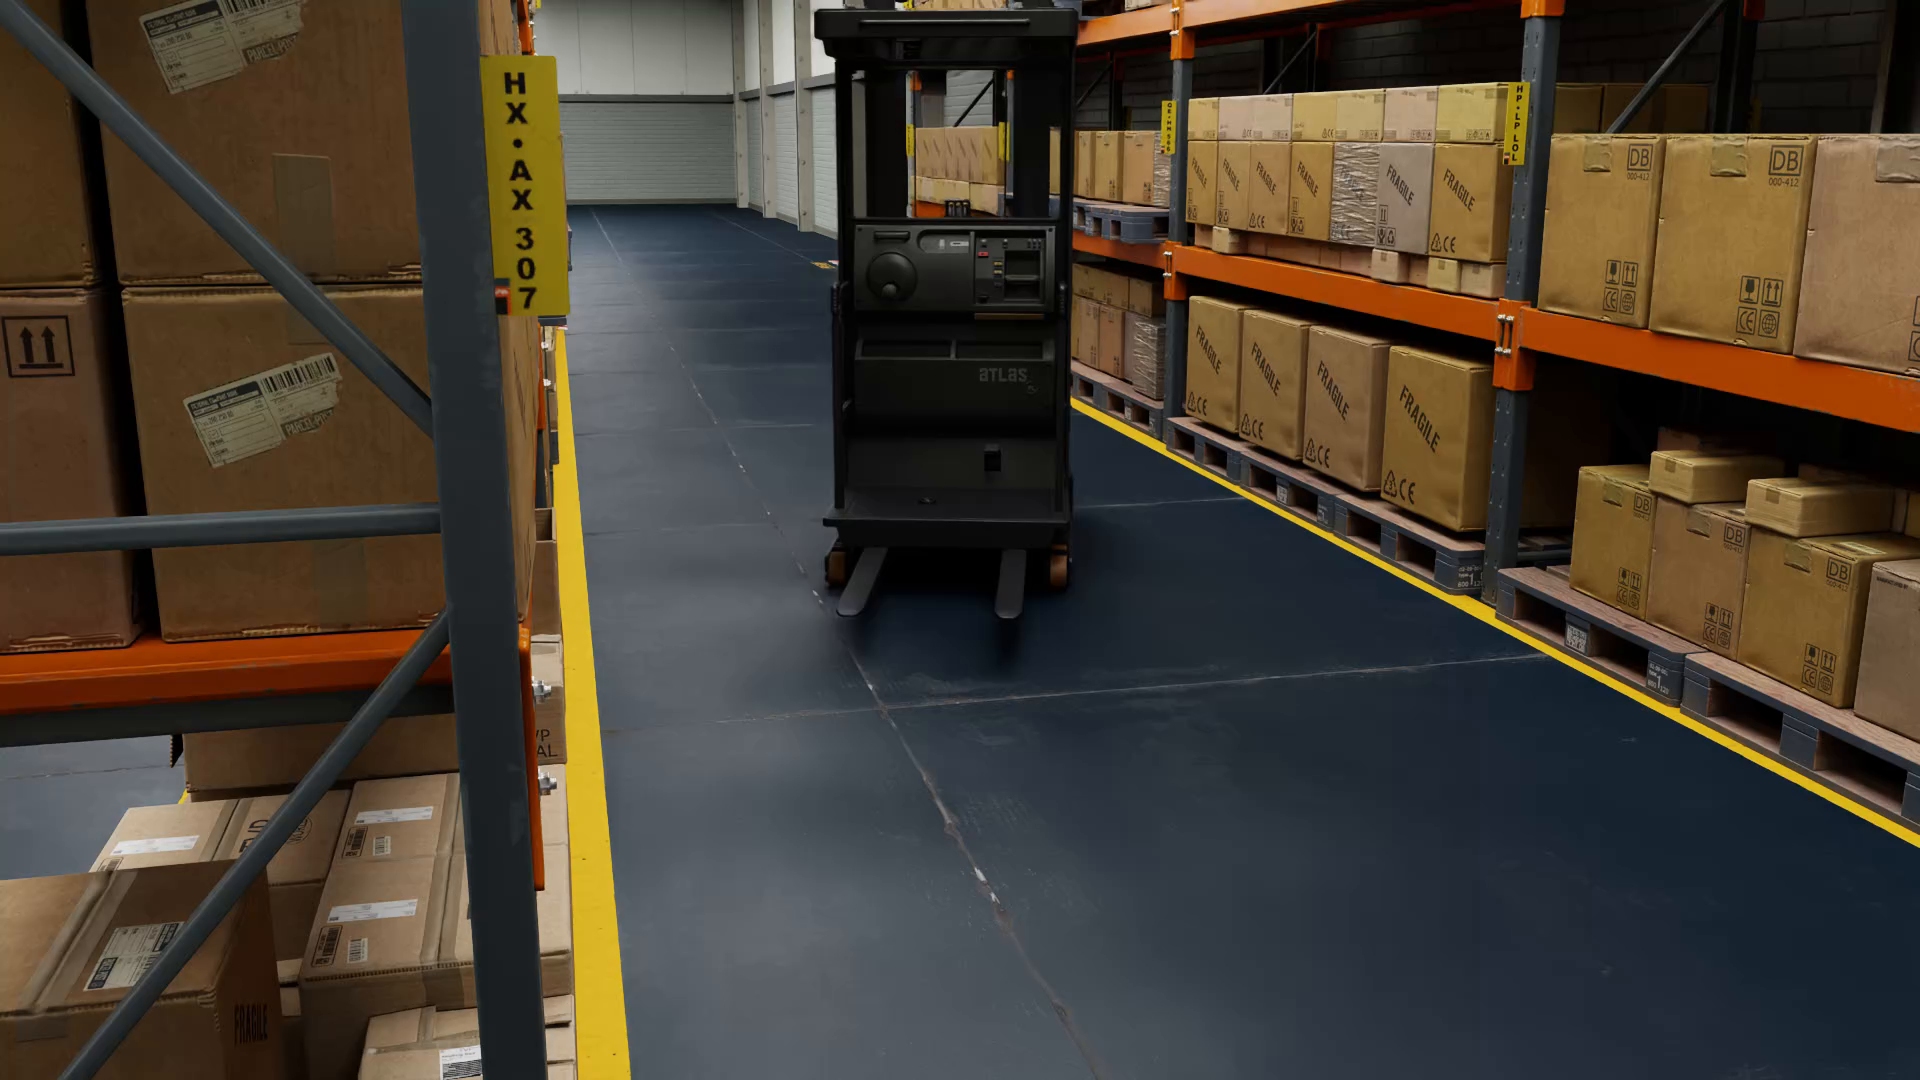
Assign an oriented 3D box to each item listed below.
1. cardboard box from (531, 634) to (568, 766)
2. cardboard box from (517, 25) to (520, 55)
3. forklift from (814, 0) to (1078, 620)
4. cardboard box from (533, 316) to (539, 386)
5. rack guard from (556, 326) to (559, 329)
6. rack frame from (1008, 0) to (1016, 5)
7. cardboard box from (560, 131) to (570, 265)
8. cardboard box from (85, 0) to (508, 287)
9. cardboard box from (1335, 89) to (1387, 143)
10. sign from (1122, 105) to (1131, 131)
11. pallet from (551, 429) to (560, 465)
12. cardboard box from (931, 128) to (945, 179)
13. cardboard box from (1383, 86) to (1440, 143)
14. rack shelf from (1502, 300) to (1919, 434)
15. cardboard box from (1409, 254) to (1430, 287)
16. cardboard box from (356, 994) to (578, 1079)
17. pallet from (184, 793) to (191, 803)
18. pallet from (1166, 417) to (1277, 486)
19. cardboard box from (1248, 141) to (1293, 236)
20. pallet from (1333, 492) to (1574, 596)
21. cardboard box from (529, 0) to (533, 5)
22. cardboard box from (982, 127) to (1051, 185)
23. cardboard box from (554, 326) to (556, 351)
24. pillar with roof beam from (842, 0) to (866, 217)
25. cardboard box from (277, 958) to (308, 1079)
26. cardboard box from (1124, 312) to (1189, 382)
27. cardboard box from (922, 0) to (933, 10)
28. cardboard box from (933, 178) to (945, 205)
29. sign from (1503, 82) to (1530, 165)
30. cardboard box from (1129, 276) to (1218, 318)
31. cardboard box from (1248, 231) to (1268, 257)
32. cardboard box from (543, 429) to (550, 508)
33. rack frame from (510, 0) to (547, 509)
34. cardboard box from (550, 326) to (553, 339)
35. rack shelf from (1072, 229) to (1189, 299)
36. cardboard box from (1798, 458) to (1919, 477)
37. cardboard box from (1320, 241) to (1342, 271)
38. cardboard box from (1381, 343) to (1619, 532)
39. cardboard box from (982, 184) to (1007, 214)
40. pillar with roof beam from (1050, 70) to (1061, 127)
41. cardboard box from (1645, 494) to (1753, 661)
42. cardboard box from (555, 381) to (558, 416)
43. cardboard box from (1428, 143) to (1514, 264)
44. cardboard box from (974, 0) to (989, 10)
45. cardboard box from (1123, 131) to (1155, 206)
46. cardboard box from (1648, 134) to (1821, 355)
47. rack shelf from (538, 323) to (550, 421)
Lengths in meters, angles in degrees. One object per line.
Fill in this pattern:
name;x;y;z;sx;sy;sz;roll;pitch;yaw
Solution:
cardboard box;-1.440;0.459;4.967;0.500;0.311;0.500;-3;14;-13
cardboard box;-1.532;-1.236;4.850;0.500;0.500;0.500;-4;14;-14
forklift;-0.036;-1.275;7.472;1.130;2.935;3.031;1;14;3
cardboard box;-1.413;-0.633;4.486;0.500;0.500;0.500;-3;14;-12
rack guard;-4.849;-2.482;17.532;1.175;0.500;0.348;-3;14;-13
rack frame;0.910;-5.959;13.858;1.000;3.000;0.127;-3;14;-13
cardboard box;-1.919;-1.297;6.319;0.700;0.500;0.500;-9;16;-32
cardboard box;-0.934;-0.651;2.453;0.500;0.500;0.500;-3;14;-11
cardboard box;2.200;-2.096;8.226;0.500;0.250;0.500;-3;14;-12
sign;1.449;-3.639;14.562;0.100;0.325;0.005;-3;14;-13
pallet;-3.120;-0.683;10.776;1.003;0.211;1.213;-3;14;-13
cardboard box;0.012;-3.908;16.795;0.500;0.500;0.500;-4;14;-15
cardboard box;2.320;-1.978;7.745;0.500;0.250;0.500;-3;14;-12
rack shelf;3.258;-0.388;5.212;1.077;0.370;4.000;-3;14;-13
cardboard box;2.335;-1.268;7.785;0.380;0.149;0.250;-3;14;-11
cardboard box;-0.909;0.990;3.099;0.380;0.166;0.250;-3;14;-13
pallet;-1.575;0.873;4.410;1.003;0.211;1.213;-3;14;-13
pallet;1.961;-0.581;10.362;1.003;0.211;1.213;-3;14;-13
cardboard box;1.944;-1.963;9.261;0.500;0.500;0.500;-3;14;-13
pallet;2.534;-0.018;8.058;1.003;0.211;1.213;-3;14;-13
cardboard box;-3.893;-4.709;14.070;0.500;0.311;0.500;-4;14;-16
cardboard box;0.498;-3.438;14.872;0.500;0.500;0.500;-3;14;-13
cardboard box;-3.719;-1.760;14.220;0.500;0.250;0.500;-3;14;-13
pillar with roof beam;-6.027;-9.297;27.520;9.100;9.000;0.400;-3;14;-13
cardboard box;-1.461;0.953;3.249;0.380;0.166;0.250;-3;14;-13
cardboard box;1.622;-1.410;12.218;0.700;0.500;0.500;-3;14;-13
cardboard box;-0.103;-5.266;17.088;0.500;0.500;0.500;-2;14;-9
cardboard box;0.026;-3.537;16.859;0.500;0.250;0.500;-4;14;-14
sign;2.264;-1.691;6.755;0.100;0.325;0.005;-3;14;-13
cardboard box;1.557;-1.784;12.169;0.500;0.250;0.500;-3;14;-12
cardboard box;1.911;-1.745;9.737;0.380;0.149;0.250;-3;14;-14
cardboard box;-2.148;-0.285;7.613;0.500;0.500;0.500;-3;14;-13
rack frame;-2.026;-0.922;5.882;1.000;3.000;0.127;-3;14;-13
cardboard box;-3.052;-1.361;11.407;0.500;0.311;0.500;-4;14;-15
rack shelf;1.380;-2.234;12.767;1.077;0.370;4.000;-3;14;-13
cardboard box;3.212;-0.188;5.892;0.380;0.149;0.250;-4;14;-15
cardboard box;2.127;-1.507;8.761;0.380;0.149;0.250;-3;14;-11
cardboard box;2.510;-0.502;7.805;0.750;0.750;0.750;-3;14;-13
cardboard box;0.504;-3.074;14.963;0.500;0.250;0.500;-3;14;-13
pillar with roof beam;-3.209;-6.529;16.189;9.100;9.000;0.400;-3;14;-13
cardboard box;2.979;0.105;6.058;0.700;0.500;0.500;-3;14;-14
cardboard box;-2.921;-0.966;10.971;0.500;0.250;0.500;-4;14;-15
cardboard box;2.435;-1.495;7.344;0.500;0.500;0.500;-4;14;-14
cardboard box;0.445;-4.780;15.100;0.500;0.500;0.500;-5;14;-18
cardboard box;1.572;-2.620;11.692;0.700;0.500;0.500;-5;14;-18
cardboard box;3.066;-1.050;5.774;0.980;0.700;0.700;-4;14;-15
rack shelf;-2.495;-1.034;7.856;1.077;0.370;4.000;-3;14;-13
